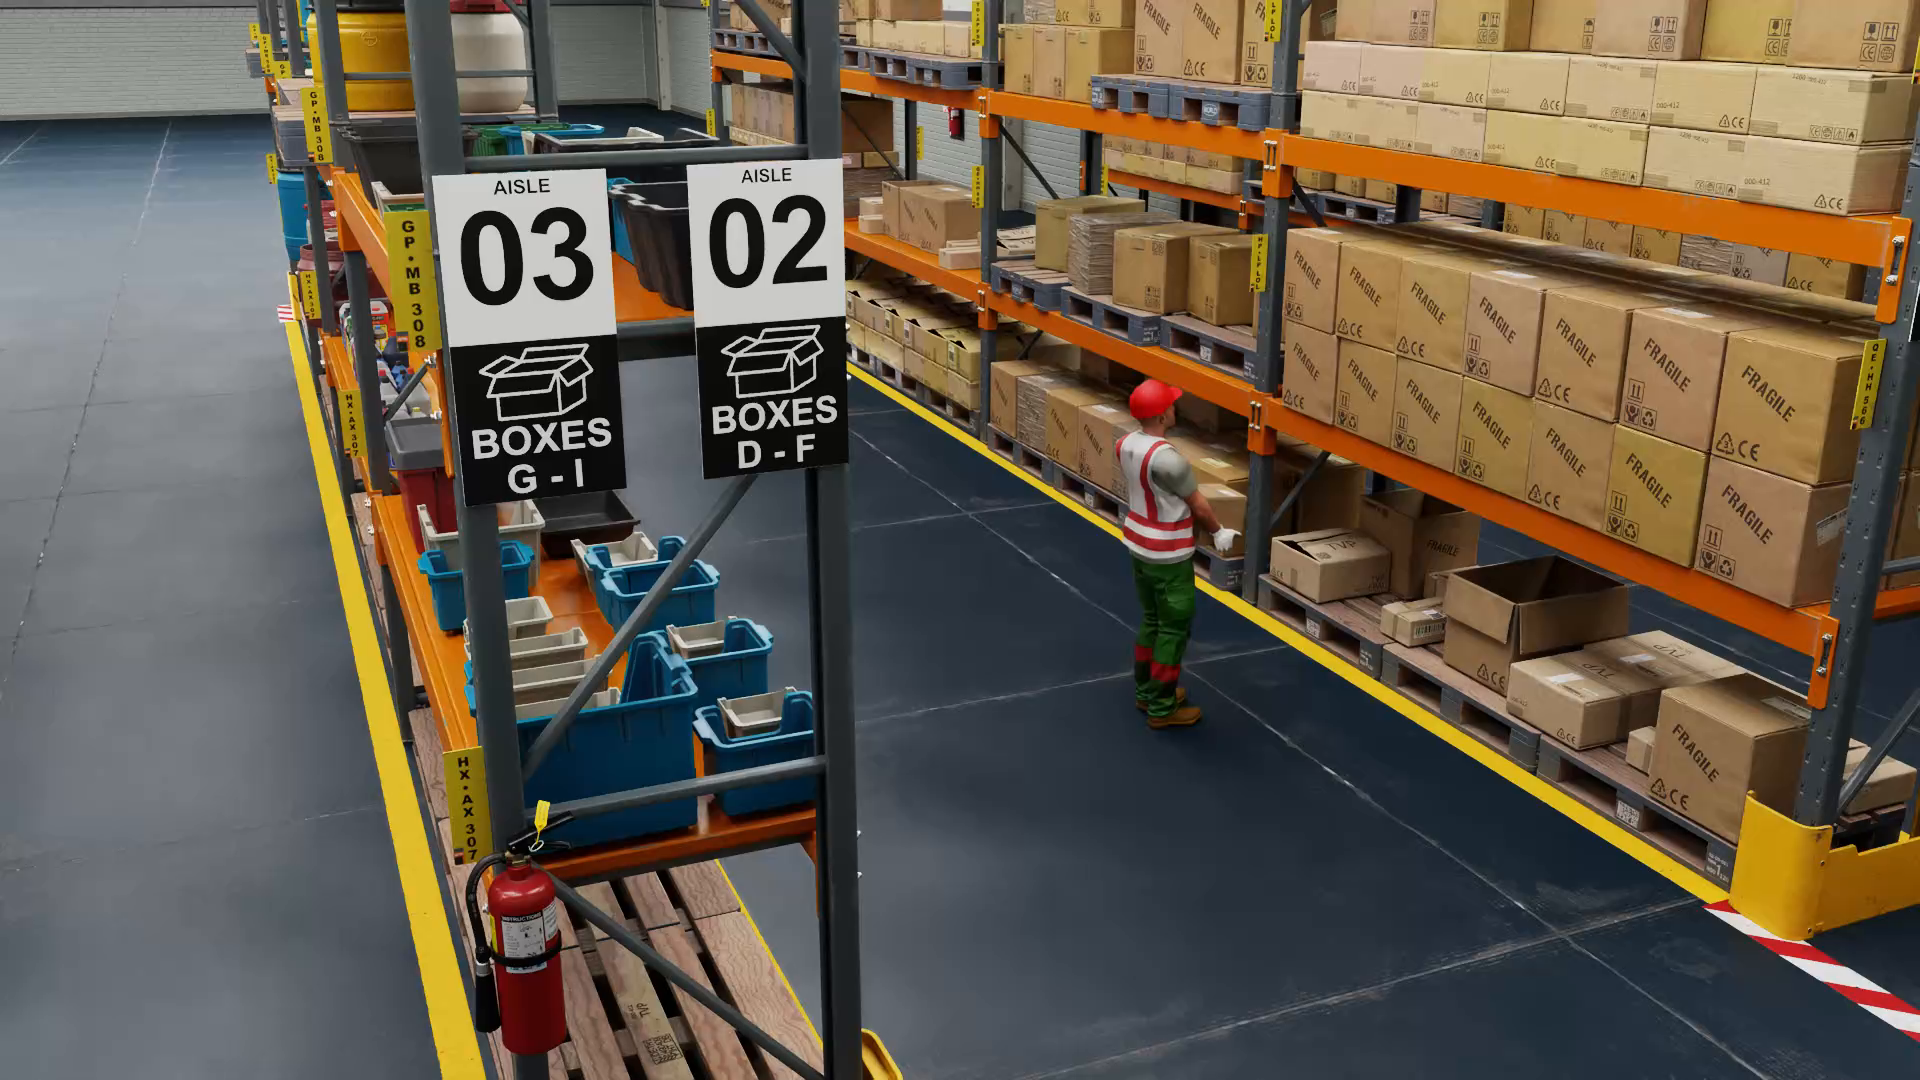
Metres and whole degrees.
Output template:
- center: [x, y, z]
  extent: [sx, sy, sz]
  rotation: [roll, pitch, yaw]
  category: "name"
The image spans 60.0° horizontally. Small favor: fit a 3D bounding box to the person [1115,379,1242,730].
- center: [1.093, 0.048, 8.393]
  extent: [0.573, 1.782, 0.494]
  rotation: [-8, 20, -22]
  category: "person"
